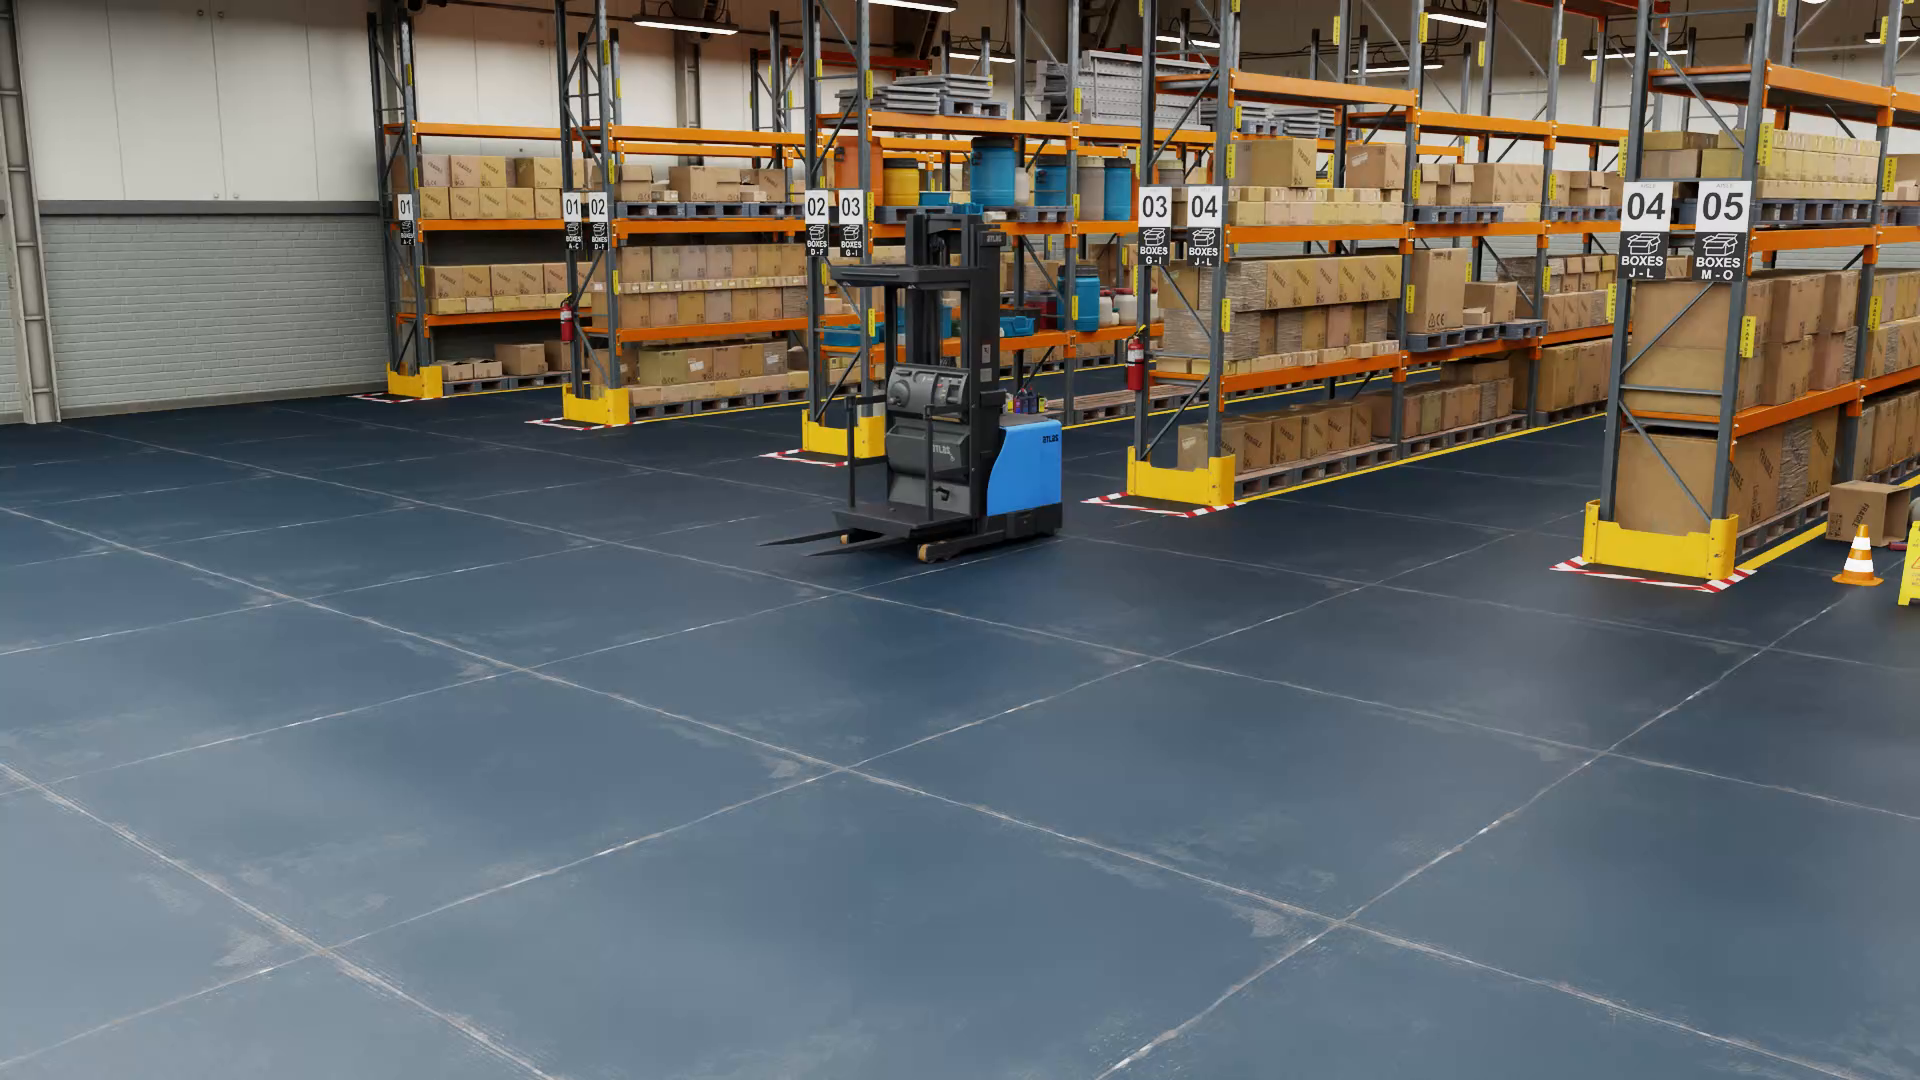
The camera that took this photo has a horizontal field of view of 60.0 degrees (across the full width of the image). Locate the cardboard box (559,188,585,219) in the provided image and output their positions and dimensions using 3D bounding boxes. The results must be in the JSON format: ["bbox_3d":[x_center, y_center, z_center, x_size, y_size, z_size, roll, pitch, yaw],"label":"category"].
[{"bbox_3d":[-6.760,-5.759,28.460,0.500,0.500,0.500,8,14,36],"label":"cardboard box"}]

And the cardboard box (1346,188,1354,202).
[{"bbox_3d":[4.162,-3.847,18.557,0.380,0.149,0.250,11,15,42],"label":"cardboard box"}]

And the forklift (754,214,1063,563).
[{"bbox_3d":[-0.433,-1.350,14.525,1.130,2.935,3.031,11,16,43],"label":"forklift"}]

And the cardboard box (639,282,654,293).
[{"bbox_3d":[-4.593,-3.616,23.784,0.380,0.149,0.250,9,15,39],"label":"cardboard box"}]

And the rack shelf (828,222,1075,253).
[{"bbox_3d":[-0.147,-3.951,21.552,1.077,0.370,4.000,10,15,40],"label":"rack shelf"}]

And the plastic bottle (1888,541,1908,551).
[{"bbox_3d":[8.433,0.059,14.798,0.283,0.061,0.133,4,12,21],"label":"plastic bottle"}]

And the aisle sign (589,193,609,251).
[{"bbox_3d":[-4.999,-4.405,23.010,0.394,0.787,0.004,10,15,40],"label":"aisle sign"}]

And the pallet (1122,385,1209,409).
[{"bbox_3d":[3.273,-2.239,25.923,1.003,0.211,1.213,10,15,40],"label":"pallet"}]

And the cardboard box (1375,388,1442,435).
[{"bbox_3d":[5.644,-1.632,21.022,0.700,0.500,0.500,10,15,40],"label":"cardboard box"}]

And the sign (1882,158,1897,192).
[{"bbox_3d":[8.970,-3.522,16.047,0.100,0.325,0.005,10,15,40],"label":"sign"}]

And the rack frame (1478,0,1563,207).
[{"bbox_3d":[7.534,-6.017,22.401,1.000,3.000,0.127,10,15,40],"label":"rack frame"}]

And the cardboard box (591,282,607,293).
[{"bbox_3d":[-5.077,-3.628,23.843,0.380,0.149,0.250,9,15,39],"label":"cardboard box"}]

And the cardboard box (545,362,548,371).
[{"bbox_3d":[-7.340,-2.993,28.733,0.380,0.149,0.250,8,14,36],"label":"cardboard box"}]

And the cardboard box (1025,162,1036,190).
[{"bbox_3d":[1.061,-6.580,30.071,0.500,0.500,0.500,10,15,40],"label":"cardboard box"}]

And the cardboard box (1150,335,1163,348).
[{"bbox_3d":[3.972,-4.214,33.939,0.797,0.503,0.637,10,15,40],"label":"cardboard box"}]

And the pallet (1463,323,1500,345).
[{"bbox_3d":[6.258,-2.685,21.523,1.003,0.211,1.213,10,15,40],"label":"pallet"}]

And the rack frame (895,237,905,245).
[{"bbox_3d":[-0.988,-5.585,35.555,1.000,3.000,0.127,10,15,40],"label":"rack frame"}]

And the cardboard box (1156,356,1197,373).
[{"bbox_3d":[2.286,-1.844,17.464,0.380,0.149,0.250,10,15,40],"label":"cardboard box"}]

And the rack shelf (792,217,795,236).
[{"bbox_3d":[-2.308,-6.409,33.858,1.077,0.370,4.000,10,15,40],"label":"rack shelf"}]

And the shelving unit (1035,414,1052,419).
[{"bbox_3d":[0.710,-0.659,15.868,0.215,1.050,0.252,11,16,43],"label":"shelving unit"}]

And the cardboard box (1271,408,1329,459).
[{"bbox_3d":[3.876,-1.227,19.042,0.500,0.500,0.500,8,14,35],"label":"cardboard box"}]

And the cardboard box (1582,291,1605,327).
[{"bbox_3d":[9.065,-3.386,24.289,0.500,0.500,0.500,10,15,41],"label":"cardboard box"}]

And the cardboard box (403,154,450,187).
[{"bbox_3d":[-8.473,-5.865,26.438,0.500,0.500,0.500,8,14,36],"label":"cardboard box"}]

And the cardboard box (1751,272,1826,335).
[{"bbox_3d":[7.548,-2.226,15.598,0.875,0.550,0.550,10,15,40],"label":"cardboard box"}]

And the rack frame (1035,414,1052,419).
[{"bbox_3d":[0.795,-0.676,15.954,0.200,1.050,0.008,11,16,43],"label":"rack frame"}]

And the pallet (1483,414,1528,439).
[{"bbox_3d":[7.017,-1.593,22.687,1.003,0.211,1.213,10,15,40],"label":"pallet"}]

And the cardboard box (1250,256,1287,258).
[{"bbox_3d":[3.424,-2.916,18.626,0.500,0.500,0.500,10,15,40],"label":"cardboard box"}]

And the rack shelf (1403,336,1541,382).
[{"bbox_3d":[6.214,-2.428,21.586,1.077,0.370,4.000,10,15,40],"label":"rack shelf"}]

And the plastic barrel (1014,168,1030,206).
[{"bbox_3d":[0.741,-4.821,22.713,0.421,0.512,0.421,0,11,0],"label":"plastic barrel"}]

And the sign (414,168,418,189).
[{"bbox_3d":[-8.502,-5.649,25.985,0.100,0.325,0.005,10,15,40],"label":"sign"}]

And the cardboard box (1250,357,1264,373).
[{"bbox_3d":[2.976,-1.855,17.522,0.380,0.149,0.250,10,15,40],"label":"cardboard box"}]

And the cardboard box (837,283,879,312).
[{"bbox_3d":[-1.678,-4.006,27.391,0.500,0.500,0.500,-11,16,-43],"label":"cardboard box"}]

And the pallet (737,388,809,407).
[{"bbox_3d":[-3.102,-2.289,26.172,1.003,0.211,1.213,10,15,40],"label":"pallet"}]

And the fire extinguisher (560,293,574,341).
[{"bbox_3d":[-5.613,-3.184,23.733,0.296,0.674,0.183,10,15,40],"label":"fire extinguisher"}]

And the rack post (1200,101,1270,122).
[{"bbox_3d":[4.261,-6.732,26.175,0.954,0.300,0.937,10,15,40],"label":"rack post"}]

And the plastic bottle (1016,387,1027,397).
[{"bbox_3d":[0.856,-1.931,22.897,0.144,0.351,0.185,10,15,40],"label":"plastic bottle"}]

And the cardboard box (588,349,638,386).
[{"bbox_3d":[-5.055,-2.522,24.254,0.500,0.500,0.500,10,15,40],"label":"cardboard box"}]

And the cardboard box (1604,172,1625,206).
[{"bbox_3d":[9.799,-5.303,25.157,0.700,0.500,0.500,10,15,42],"label":"cardboard box"}]

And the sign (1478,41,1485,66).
[{"bbox_3d":[7.115,-6.624,22.651,0.100,0.325,0.005,10,15,40],"label":"sign"}]

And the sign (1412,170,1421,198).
[{"bbox_3d":[5.306,-4.142,19.352,0.100,0.325,0.005,10,15,40],"label":"sign"}]

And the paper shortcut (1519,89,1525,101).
[{"bbox_3d":[8.011,-6.348,23.700,0.009,0.170,0.078,23,-8,37],"label":"paper shortcut"}]

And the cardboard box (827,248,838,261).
[{"bbox_3d":[-2.781,-5.682,33.058,0.500,0.250,0.500,9,15,40],"label":"cardboard box"}]

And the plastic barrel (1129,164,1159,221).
[{"bbox_3d":[2.676,-5.208,24.913,0.600,0.830,0.708,10,15,40],"label":"plastic barrel"}]

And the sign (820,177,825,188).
[{"bbox_3d":[-2.127,-5.460,25.748,0.100,0.325,0.005,10,15,40],"label":"sign"}]

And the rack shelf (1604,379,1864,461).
[{"bbox_3d":[7.232,-1.184,15.355,1.077,0.370,4.000,10,15,40],"label":"rack shelf"}]

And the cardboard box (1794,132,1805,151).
[{"bbox_3d":[6.874,-3.355,14.011,0.380,0.149,0.250,10,15,41],"label":"cardboard box"}]

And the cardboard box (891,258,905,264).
[{"bbox_3d":[-1.433,-5.613,34.628,0.500,0.500,0.500,10,15,41],"label":"cardboard box"}]

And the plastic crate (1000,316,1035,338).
[{"bbox_3d":[0.646,-2.856,22.272,0.499,0.251,0.616,10,15,40],"label":"plastic crate"}]

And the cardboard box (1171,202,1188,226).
[{"bbox_3d":[2.380,-3.400,17.337,0.500,0.250,0.500,10,15,42],"label":"cardboard box"}]

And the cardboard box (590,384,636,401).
[{"bbox_3d":[-5.054,-2.154,24.326,0.500,0.250,0.500,10,15,40],"label":"cardboard box"}]

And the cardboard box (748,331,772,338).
[{"bbox_3d":[-4.065,-3.874,32.246,0.700,0.500,0.500,10,15,41],"label":"cardboard box"}]

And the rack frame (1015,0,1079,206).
[{"bbox_3d":[1.173,-6.069,22.661,1.000,3.000,0.127,10,15,40],"label":"rack frame"}]

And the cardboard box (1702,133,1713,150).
[{"bbox_3d":[6.215,-3.404,14.252,0.380,0.149,0.250,10,15,41],"label":"cardboard box"}]

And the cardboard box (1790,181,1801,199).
[{"bbox_3d":[6.880,-2.966,14.095,0.380,0.149,0.250,10,15,41],"label":"cardboard box"}]

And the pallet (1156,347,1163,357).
[{"bbox_3d":[3.995,-3.859,34.032,1.003,0.211,1.213,10,15,40],"label":"pallet"}]
